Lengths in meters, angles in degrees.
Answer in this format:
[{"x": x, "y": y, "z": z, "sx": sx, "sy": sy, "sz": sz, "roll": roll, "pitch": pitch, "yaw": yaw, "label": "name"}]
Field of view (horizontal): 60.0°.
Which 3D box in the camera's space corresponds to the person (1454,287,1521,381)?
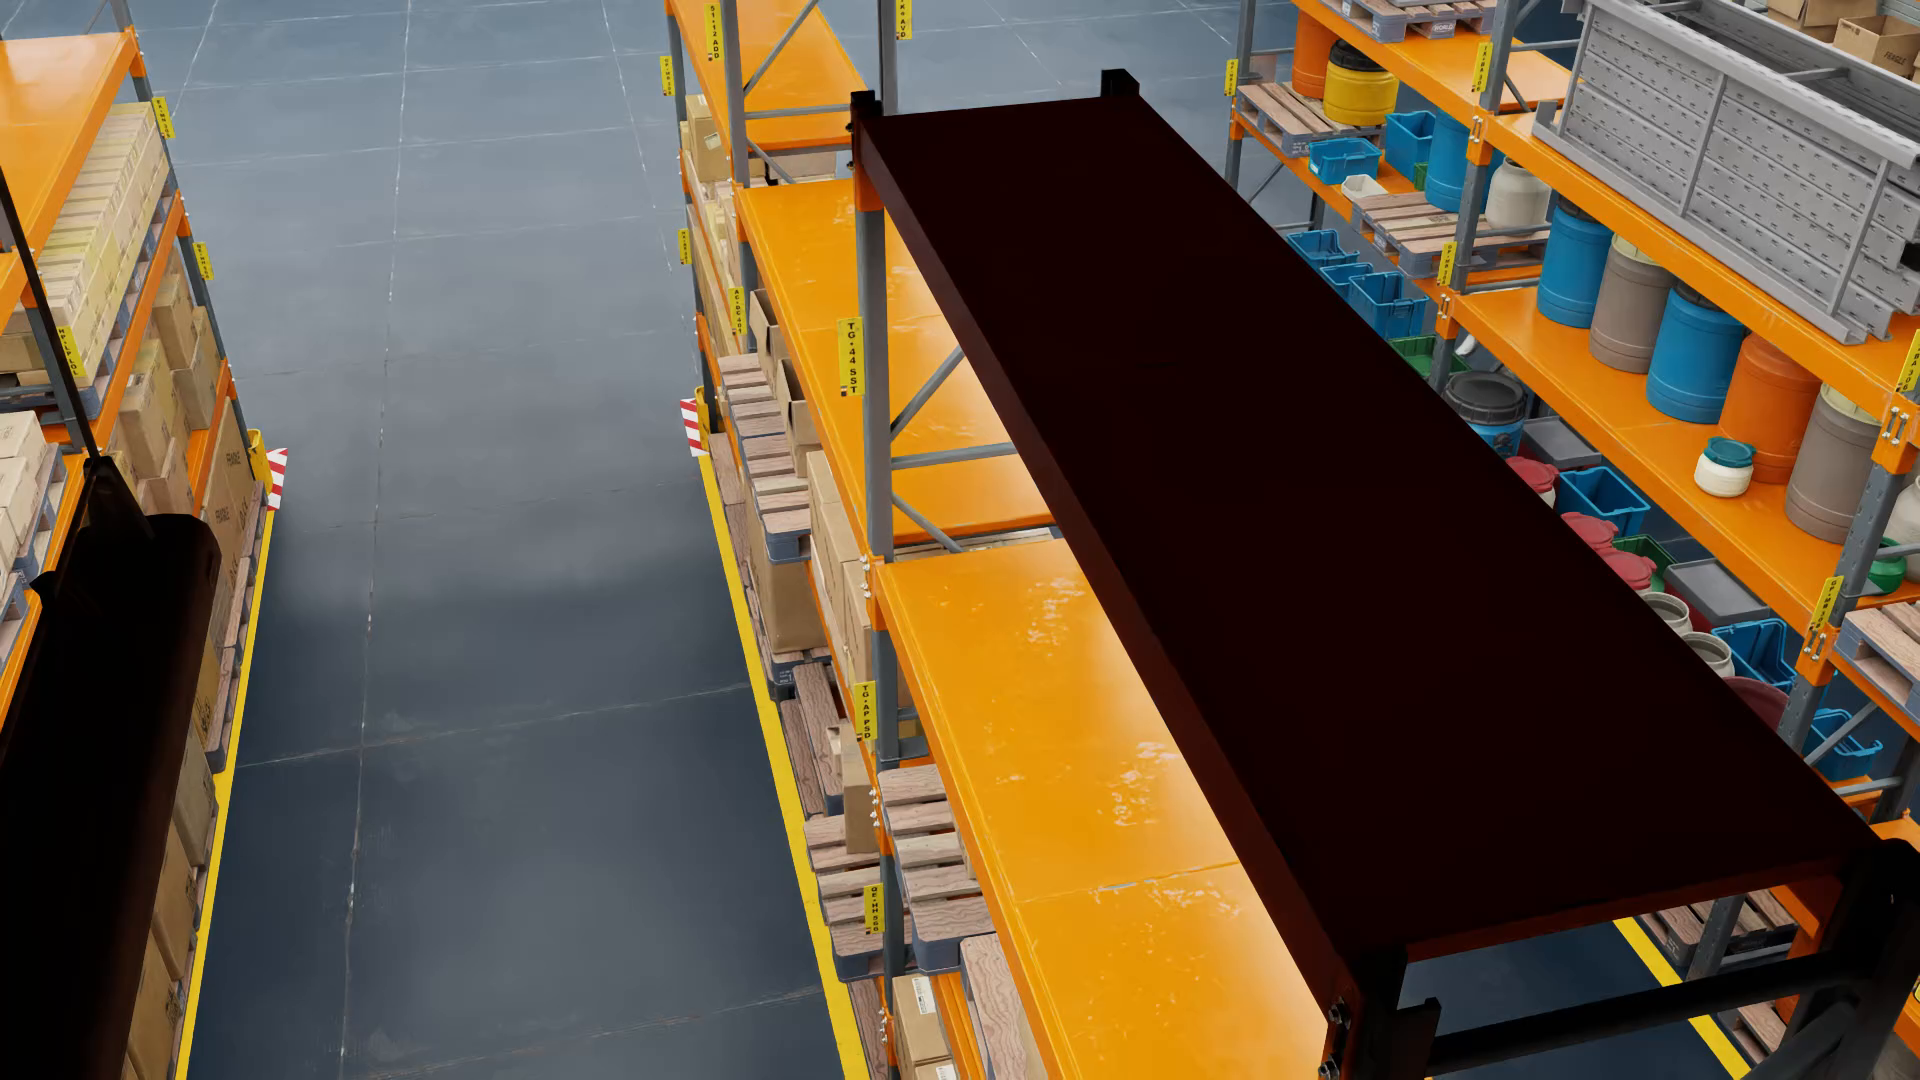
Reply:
[{"x": 5.062, "y": -2.257, "z": 15.909, "sx": 0.987, "sy": 1.616, "sz": 0.505, "roll": 26, "pitch": 42, "yaw": 33, "label": "person"}]
